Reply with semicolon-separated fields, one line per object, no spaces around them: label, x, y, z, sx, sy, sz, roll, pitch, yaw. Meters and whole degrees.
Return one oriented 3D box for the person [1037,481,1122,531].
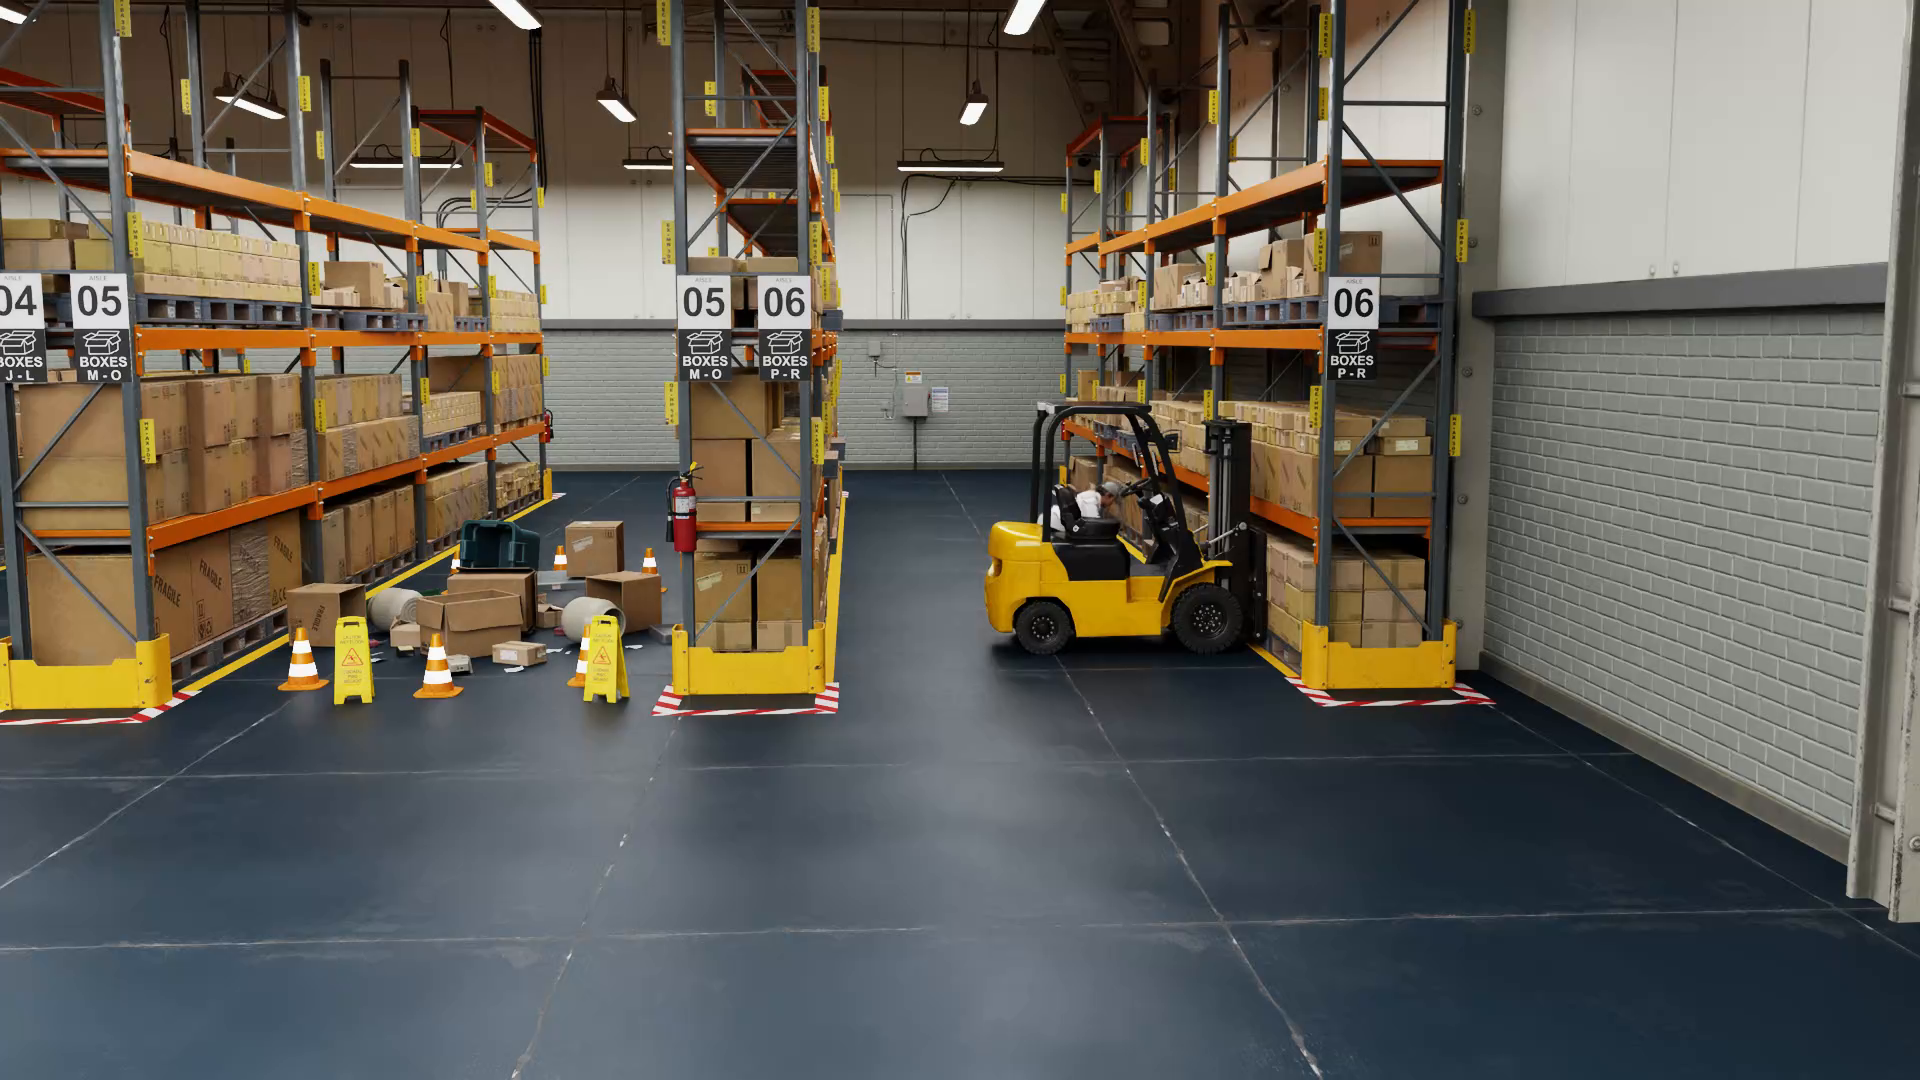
person;1.173;0.085;16.483;0.873;1.325;0.467;-1;7;-5
